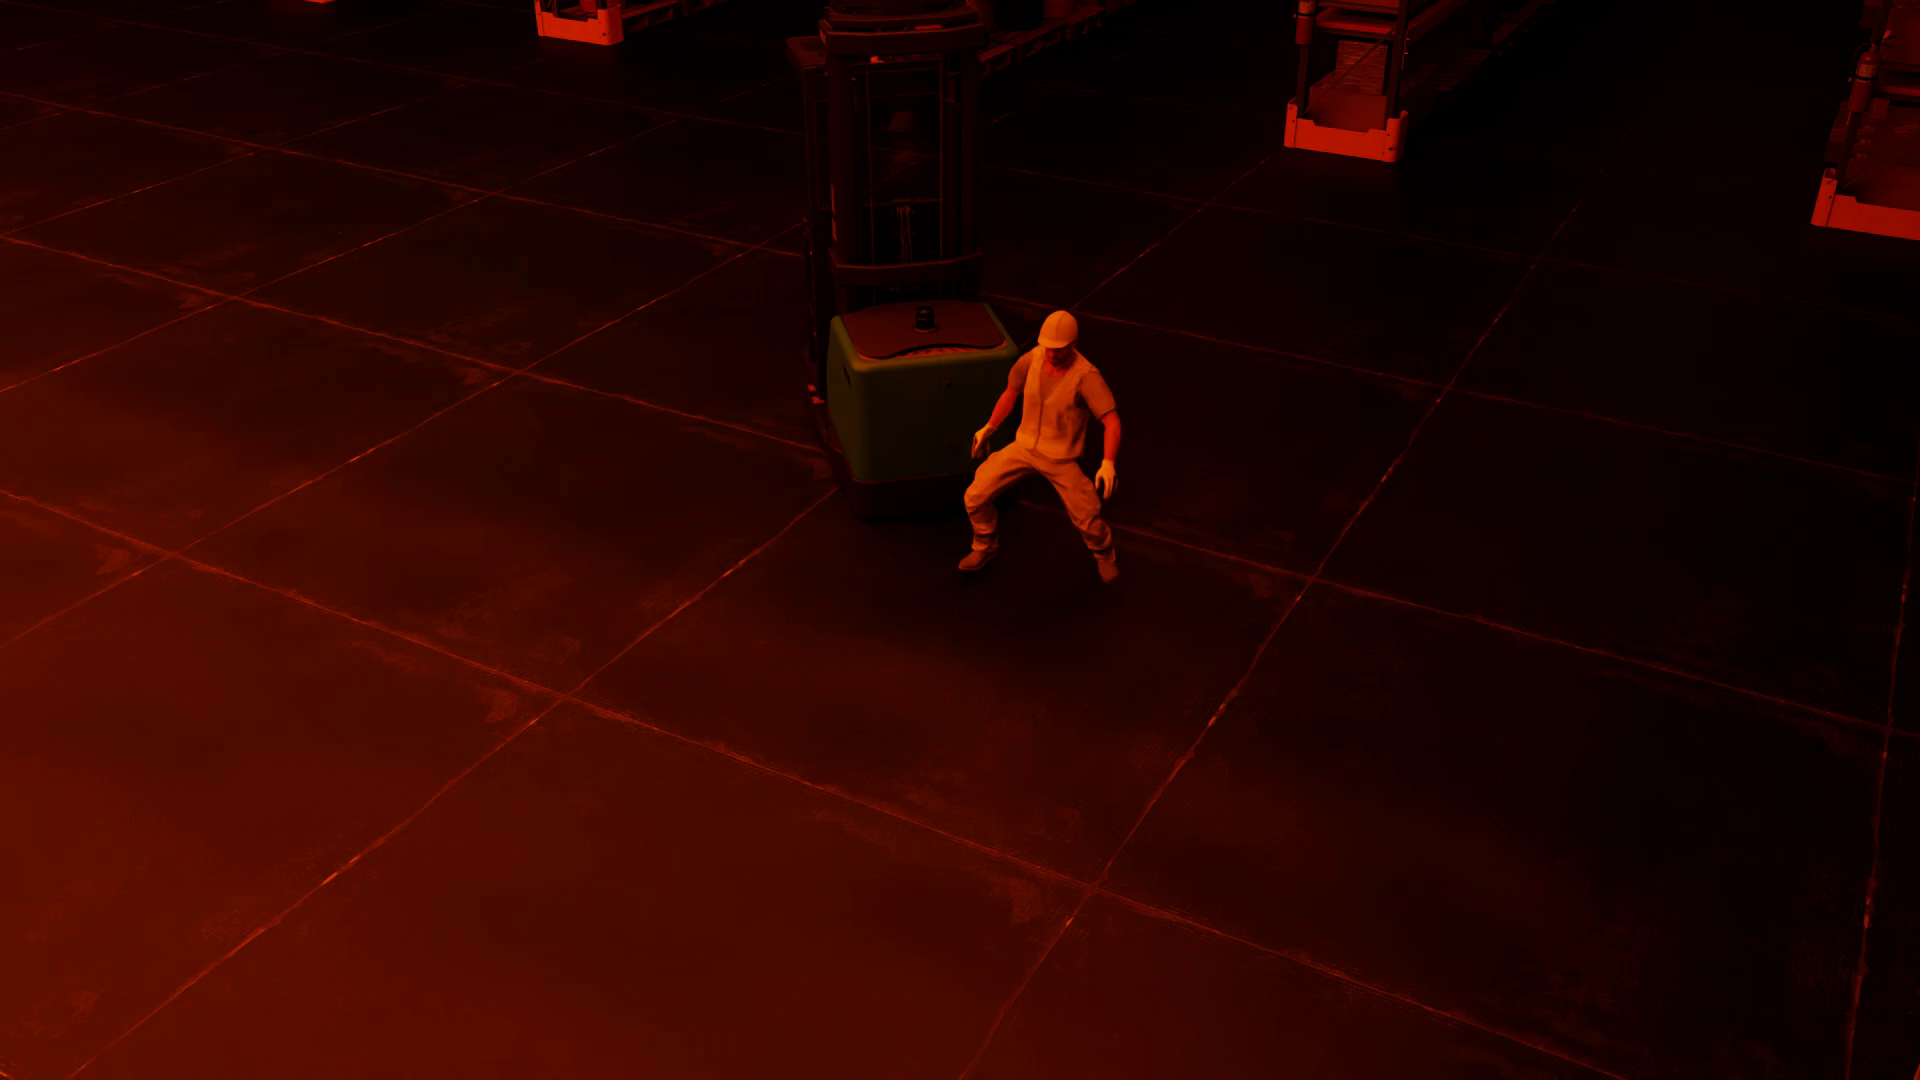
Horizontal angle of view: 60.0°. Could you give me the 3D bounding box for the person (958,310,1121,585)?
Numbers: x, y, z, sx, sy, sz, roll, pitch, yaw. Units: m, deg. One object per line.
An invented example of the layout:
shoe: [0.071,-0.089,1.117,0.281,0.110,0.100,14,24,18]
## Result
person: [0.530,-0.492,9.244,0.979,1.647,0.711,18,35,29]

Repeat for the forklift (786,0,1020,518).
forklift: [-0.472,-2.127,10.756,1.130,2.935,3.031,-7,31,-12]
